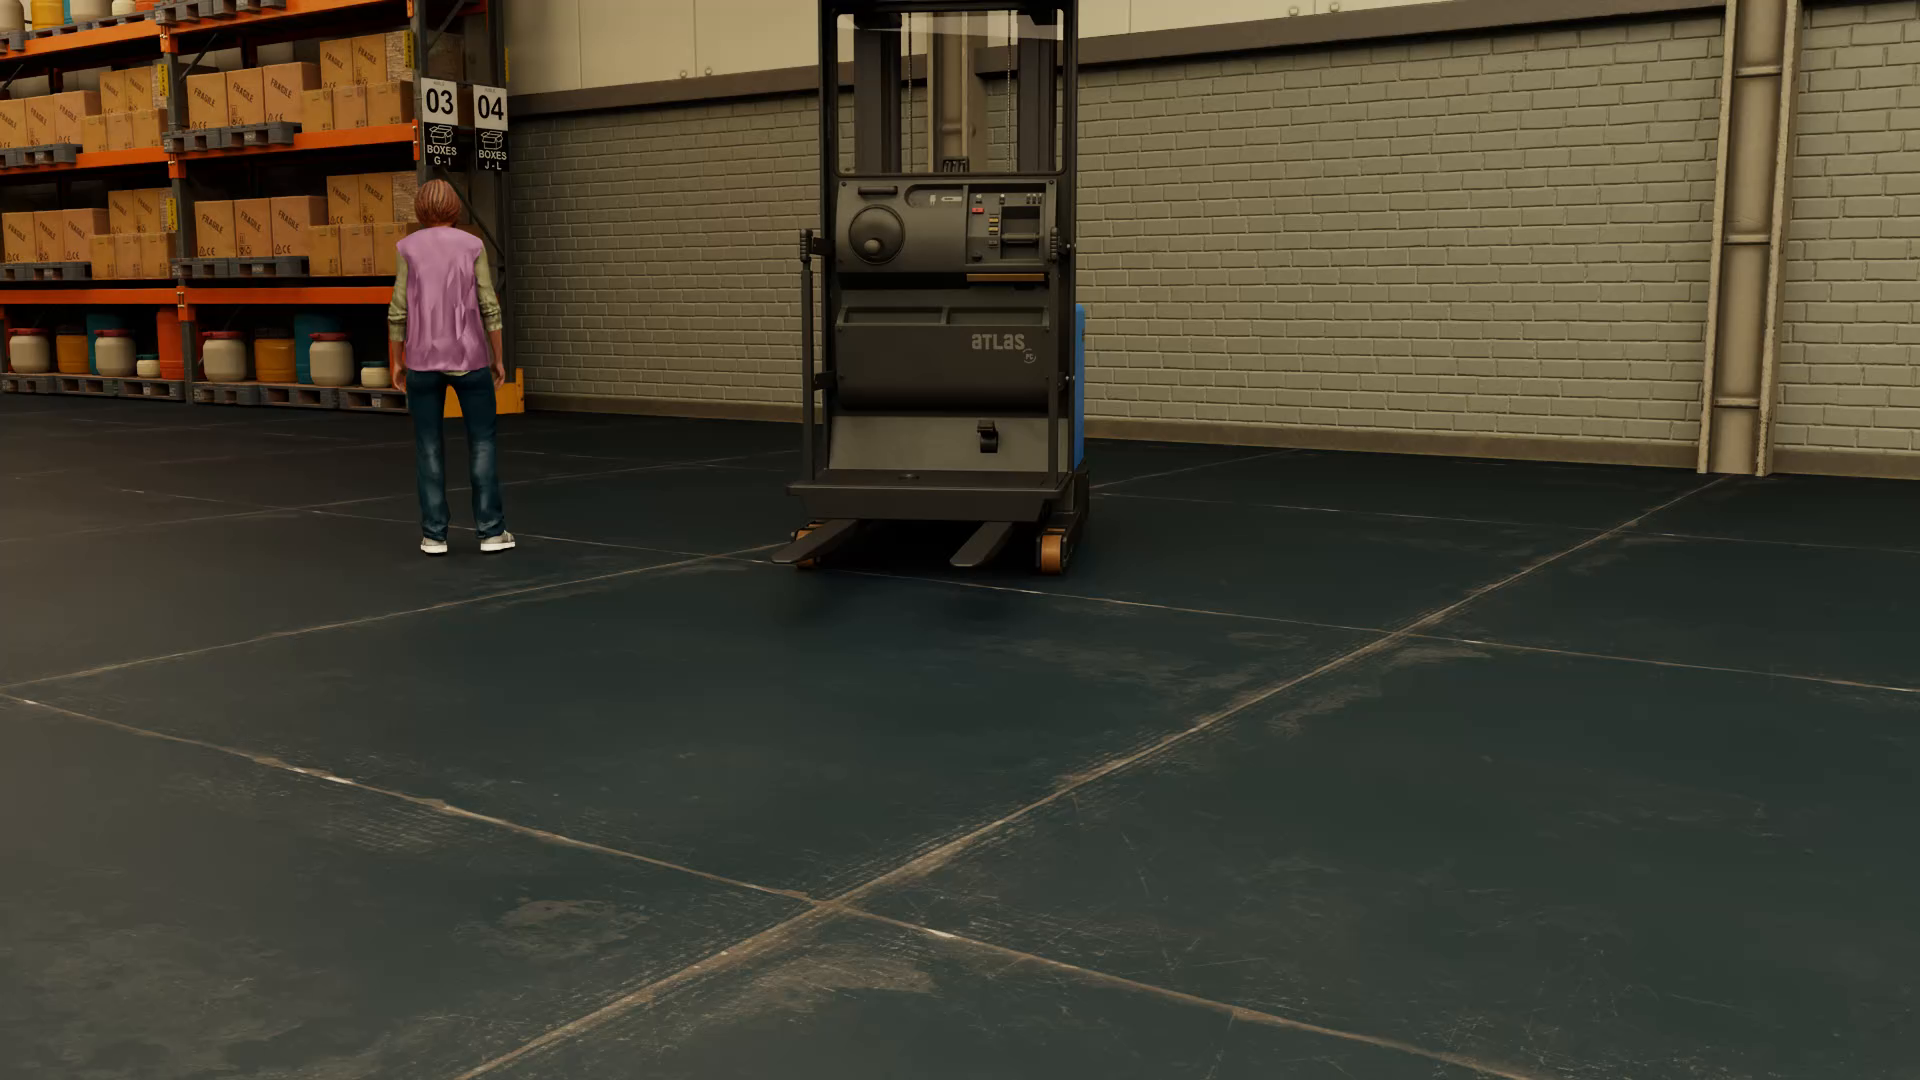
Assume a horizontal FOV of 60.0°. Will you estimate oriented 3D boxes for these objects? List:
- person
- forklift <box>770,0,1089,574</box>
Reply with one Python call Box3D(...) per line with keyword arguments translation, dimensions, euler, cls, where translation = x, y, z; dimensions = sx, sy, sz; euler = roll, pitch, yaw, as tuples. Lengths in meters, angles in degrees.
Box3D(translation=(-2.187, -0.735, 7.121), dimensions=(0.478, 1.592, 0.347), euler=(-2, 8, -12), cls="person")
Box3D(translation=(-0.085, -1.364, 6.783), dimensions=(1.130, 2.935, 3.031), euler=(1, 8, 8), cls="forklift")
